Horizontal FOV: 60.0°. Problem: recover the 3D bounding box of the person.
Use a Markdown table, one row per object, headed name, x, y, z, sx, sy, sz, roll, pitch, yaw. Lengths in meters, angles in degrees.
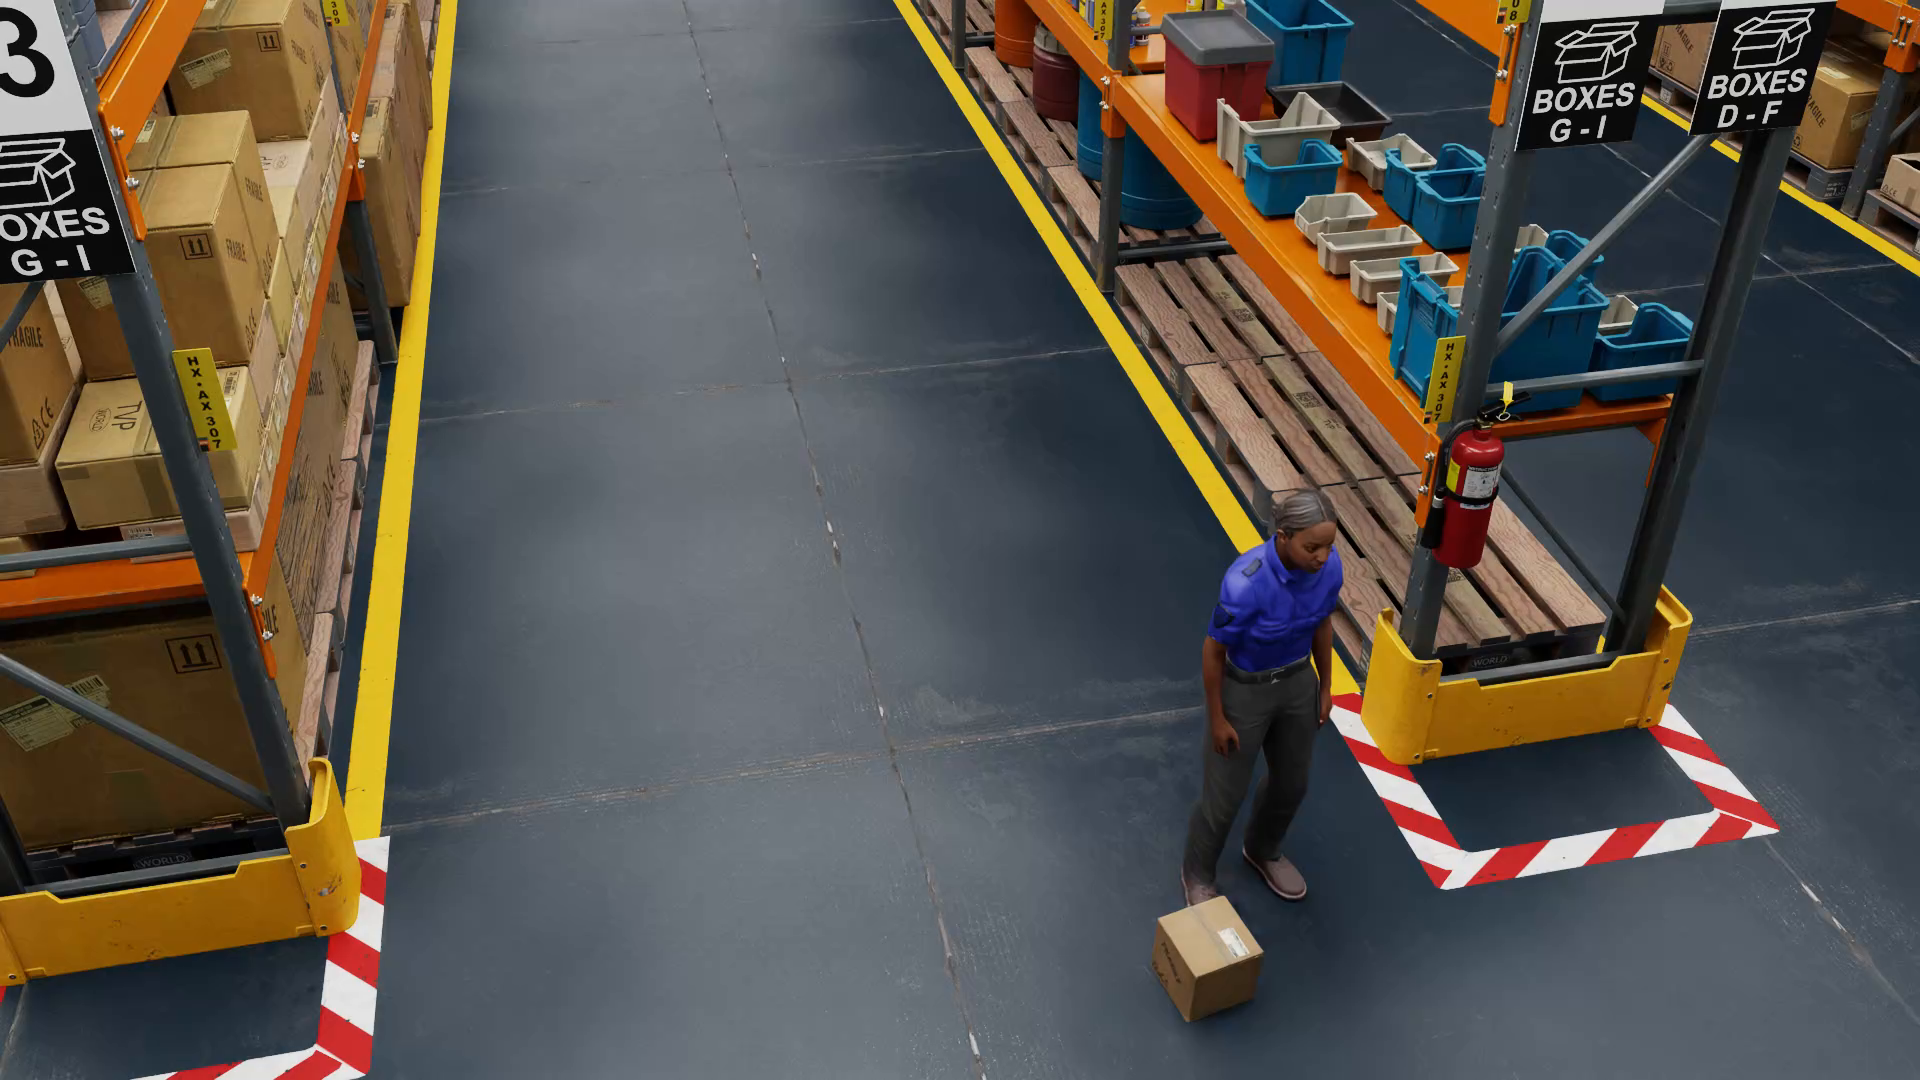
| name | x | y | z | sx | sy | sz | roll | pitch | yaw |
| --- | --- | --- | --- | --- | --- | --- | --- | --- | --- |
| person | 0.982 | 0.522 | 5.389 | 0.489 | 1.656 | 0.345 | -14 | 37 | -20 |
